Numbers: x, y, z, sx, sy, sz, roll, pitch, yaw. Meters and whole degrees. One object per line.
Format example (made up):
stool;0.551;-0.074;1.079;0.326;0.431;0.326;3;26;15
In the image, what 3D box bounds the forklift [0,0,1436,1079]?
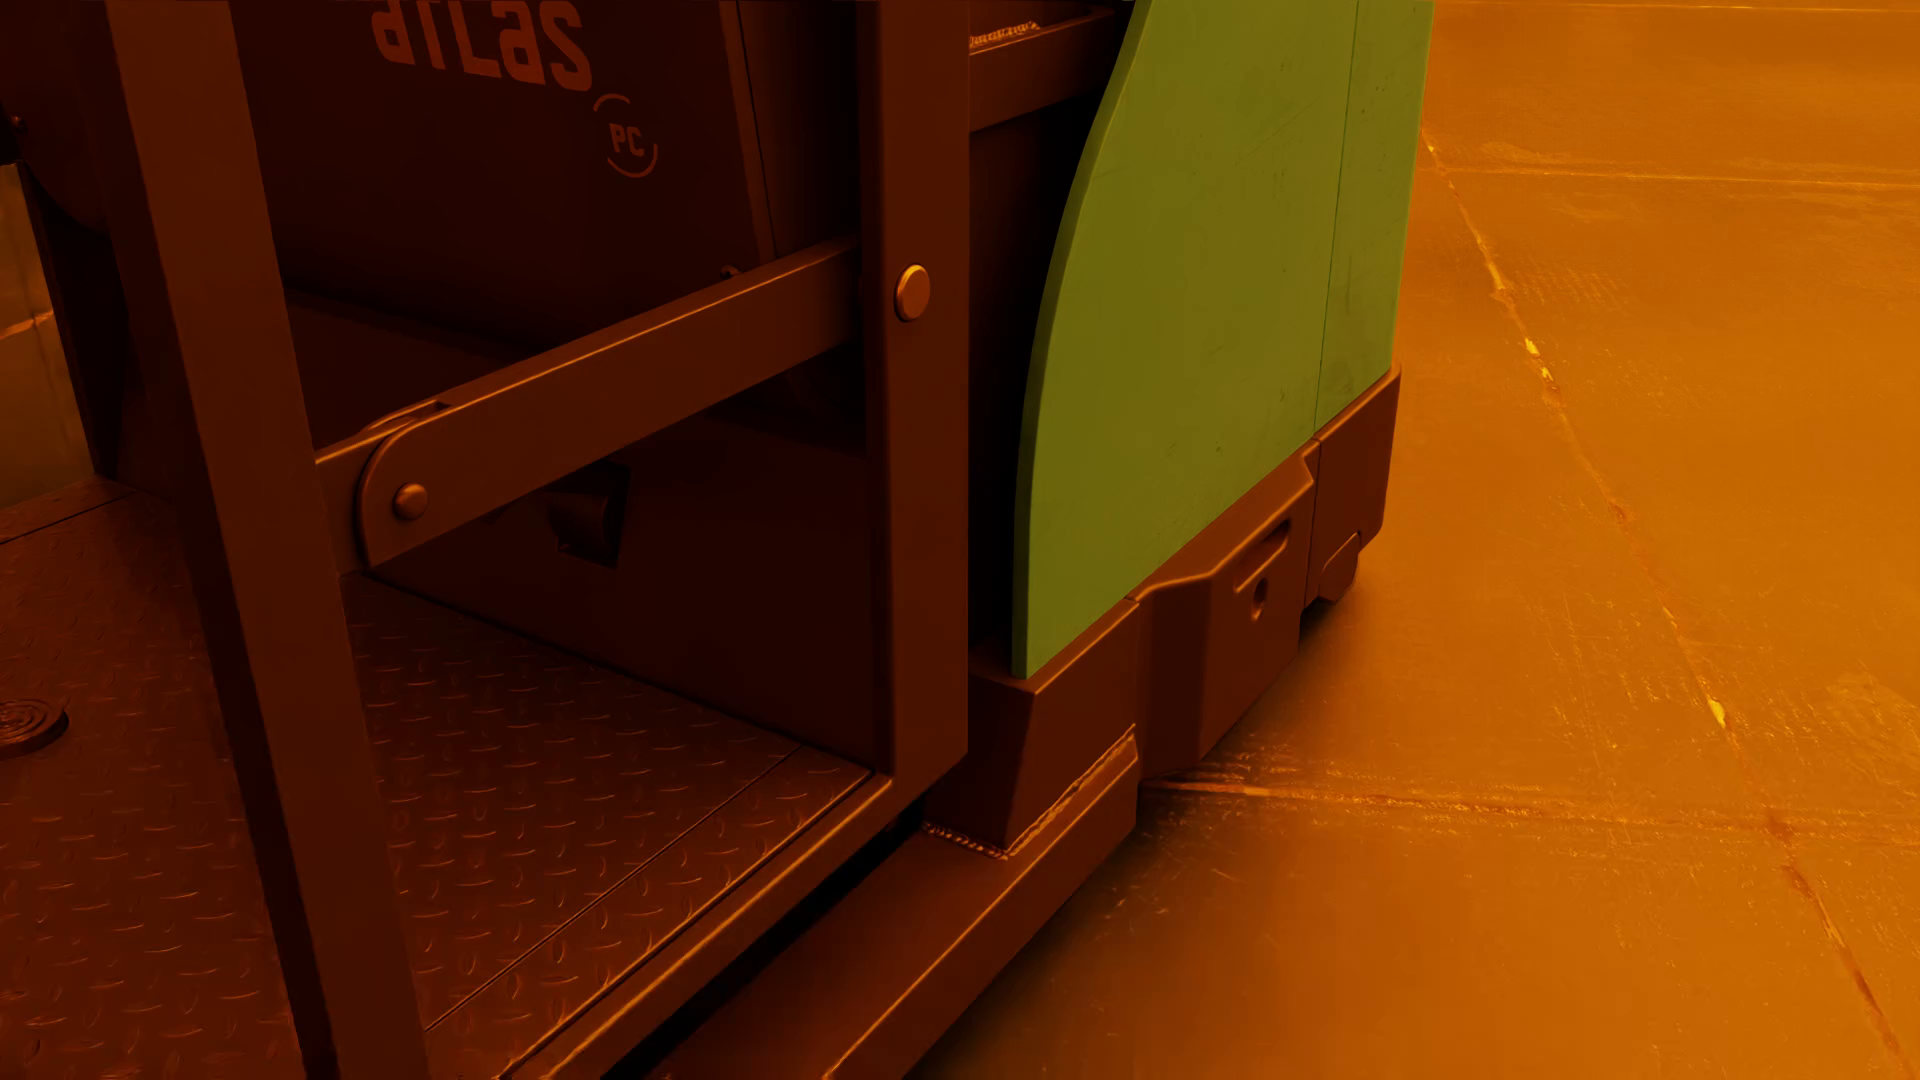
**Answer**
forklift;-0.615;-0.856;0.933;1.130;2.935;3.031;16;31;29
